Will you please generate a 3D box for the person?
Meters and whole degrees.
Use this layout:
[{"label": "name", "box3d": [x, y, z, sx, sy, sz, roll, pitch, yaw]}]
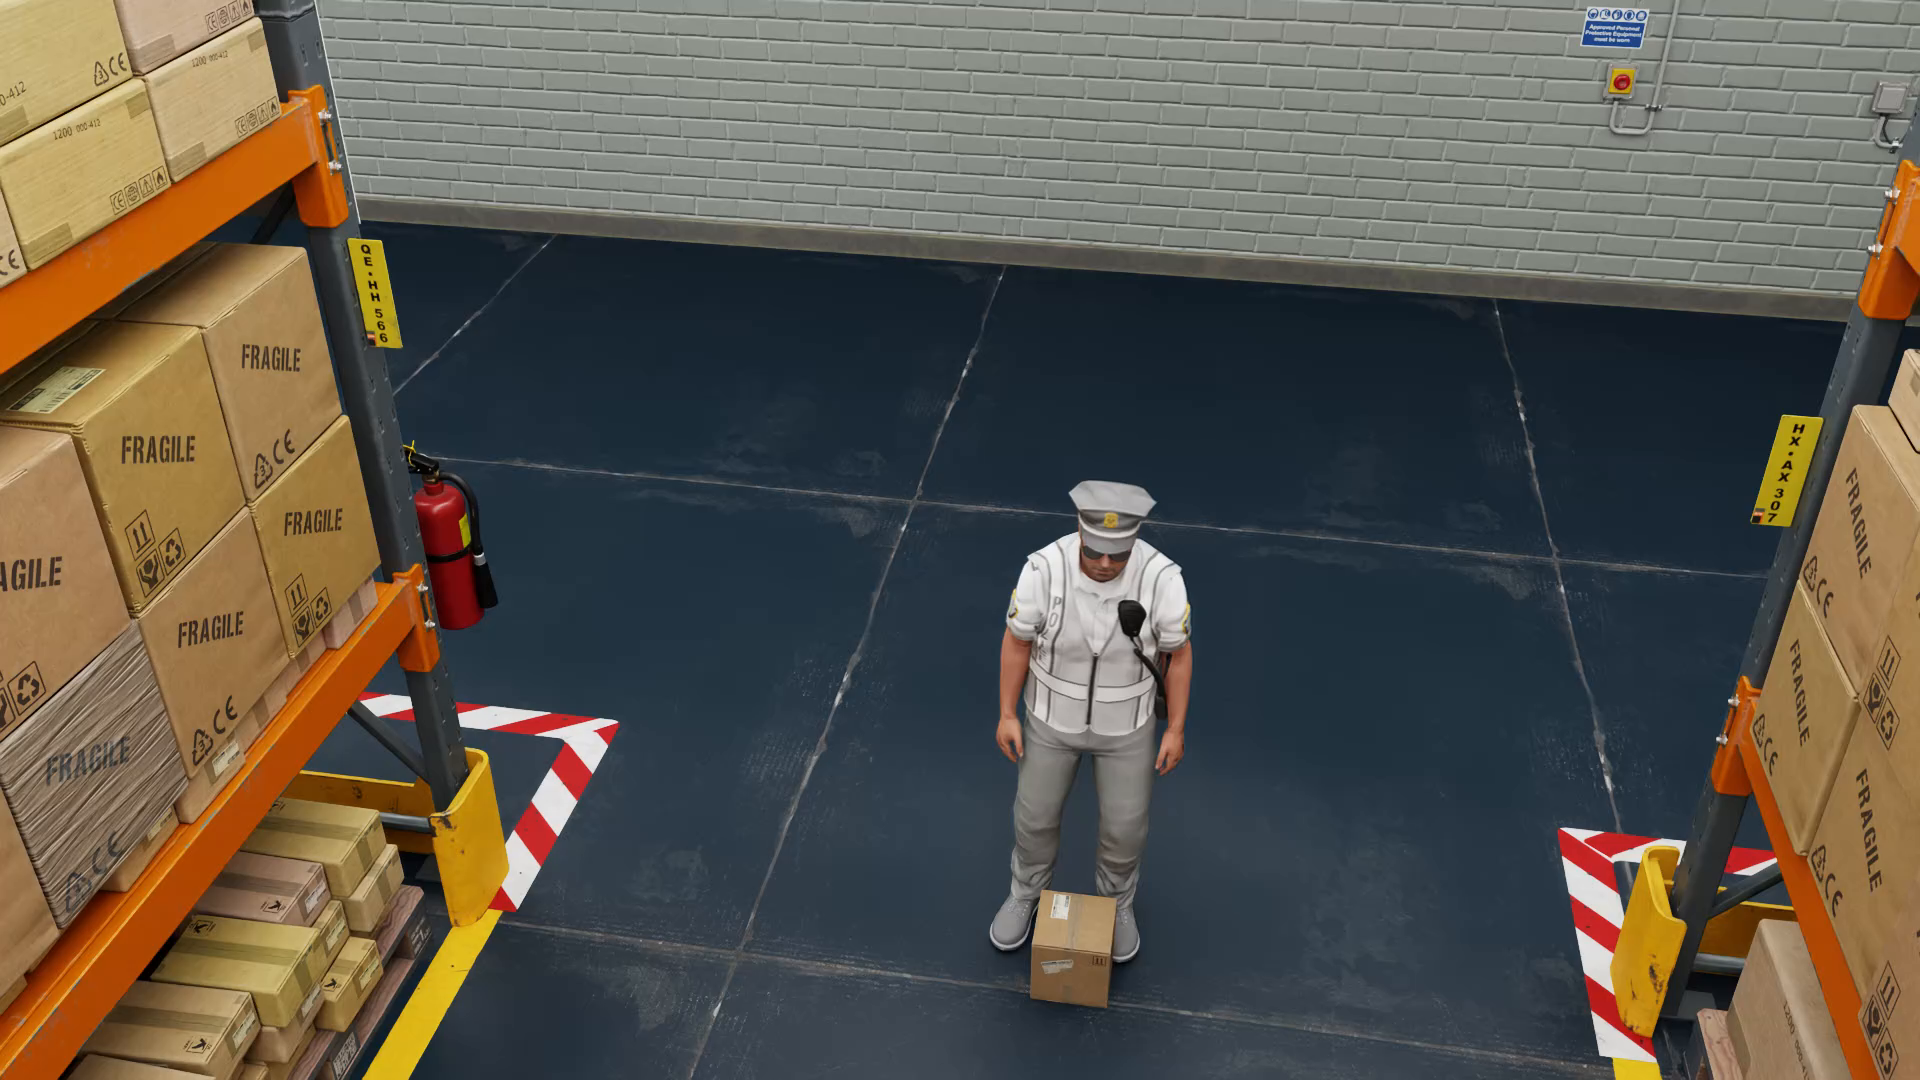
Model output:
[{"label": "person", "box3d": [0.416, 0.553, 5.250, 0.599, 1.749, 0.430, 4, 32, 7]}]
